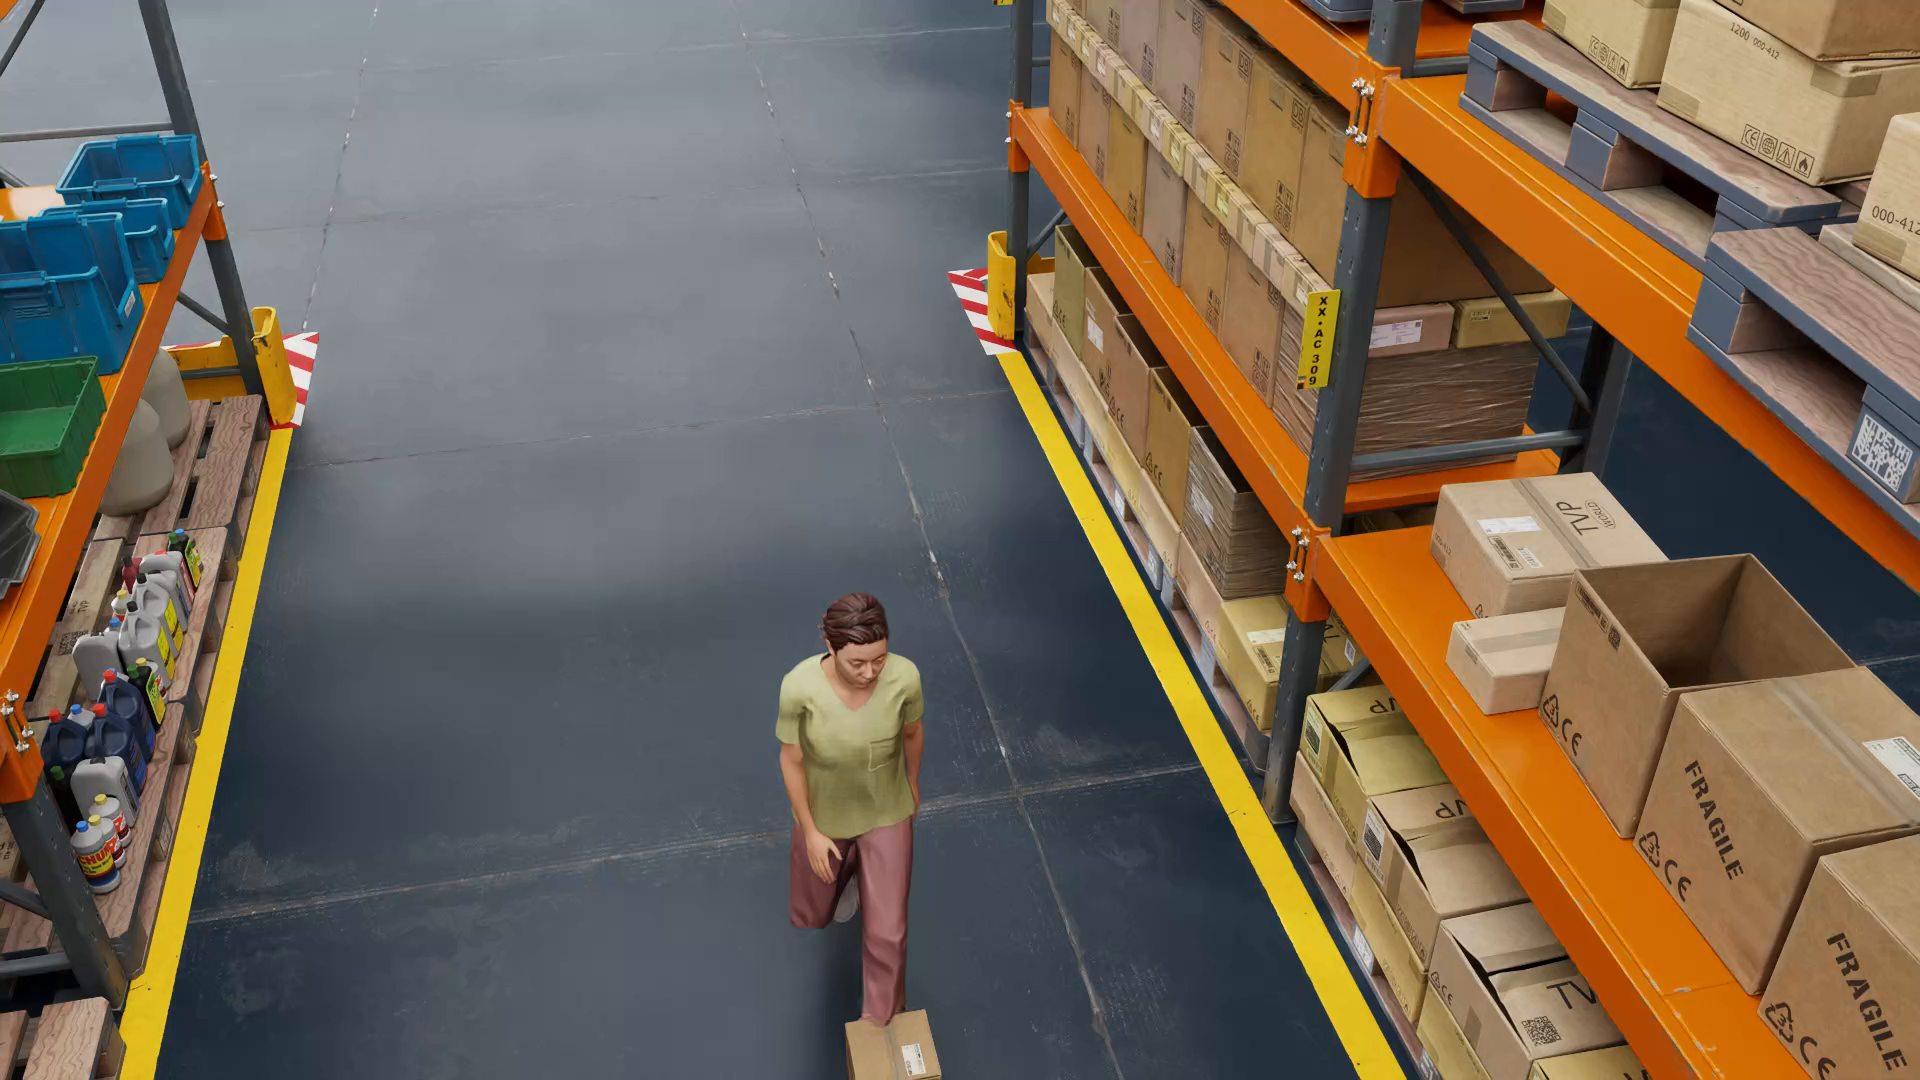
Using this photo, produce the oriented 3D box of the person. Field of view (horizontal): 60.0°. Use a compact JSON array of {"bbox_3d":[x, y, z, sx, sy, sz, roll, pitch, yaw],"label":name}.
[{"bbox_3d":[-0.316,0.825,4.982,0.444,1.616,0.913,-3,35,-4],"label":"person"}]
